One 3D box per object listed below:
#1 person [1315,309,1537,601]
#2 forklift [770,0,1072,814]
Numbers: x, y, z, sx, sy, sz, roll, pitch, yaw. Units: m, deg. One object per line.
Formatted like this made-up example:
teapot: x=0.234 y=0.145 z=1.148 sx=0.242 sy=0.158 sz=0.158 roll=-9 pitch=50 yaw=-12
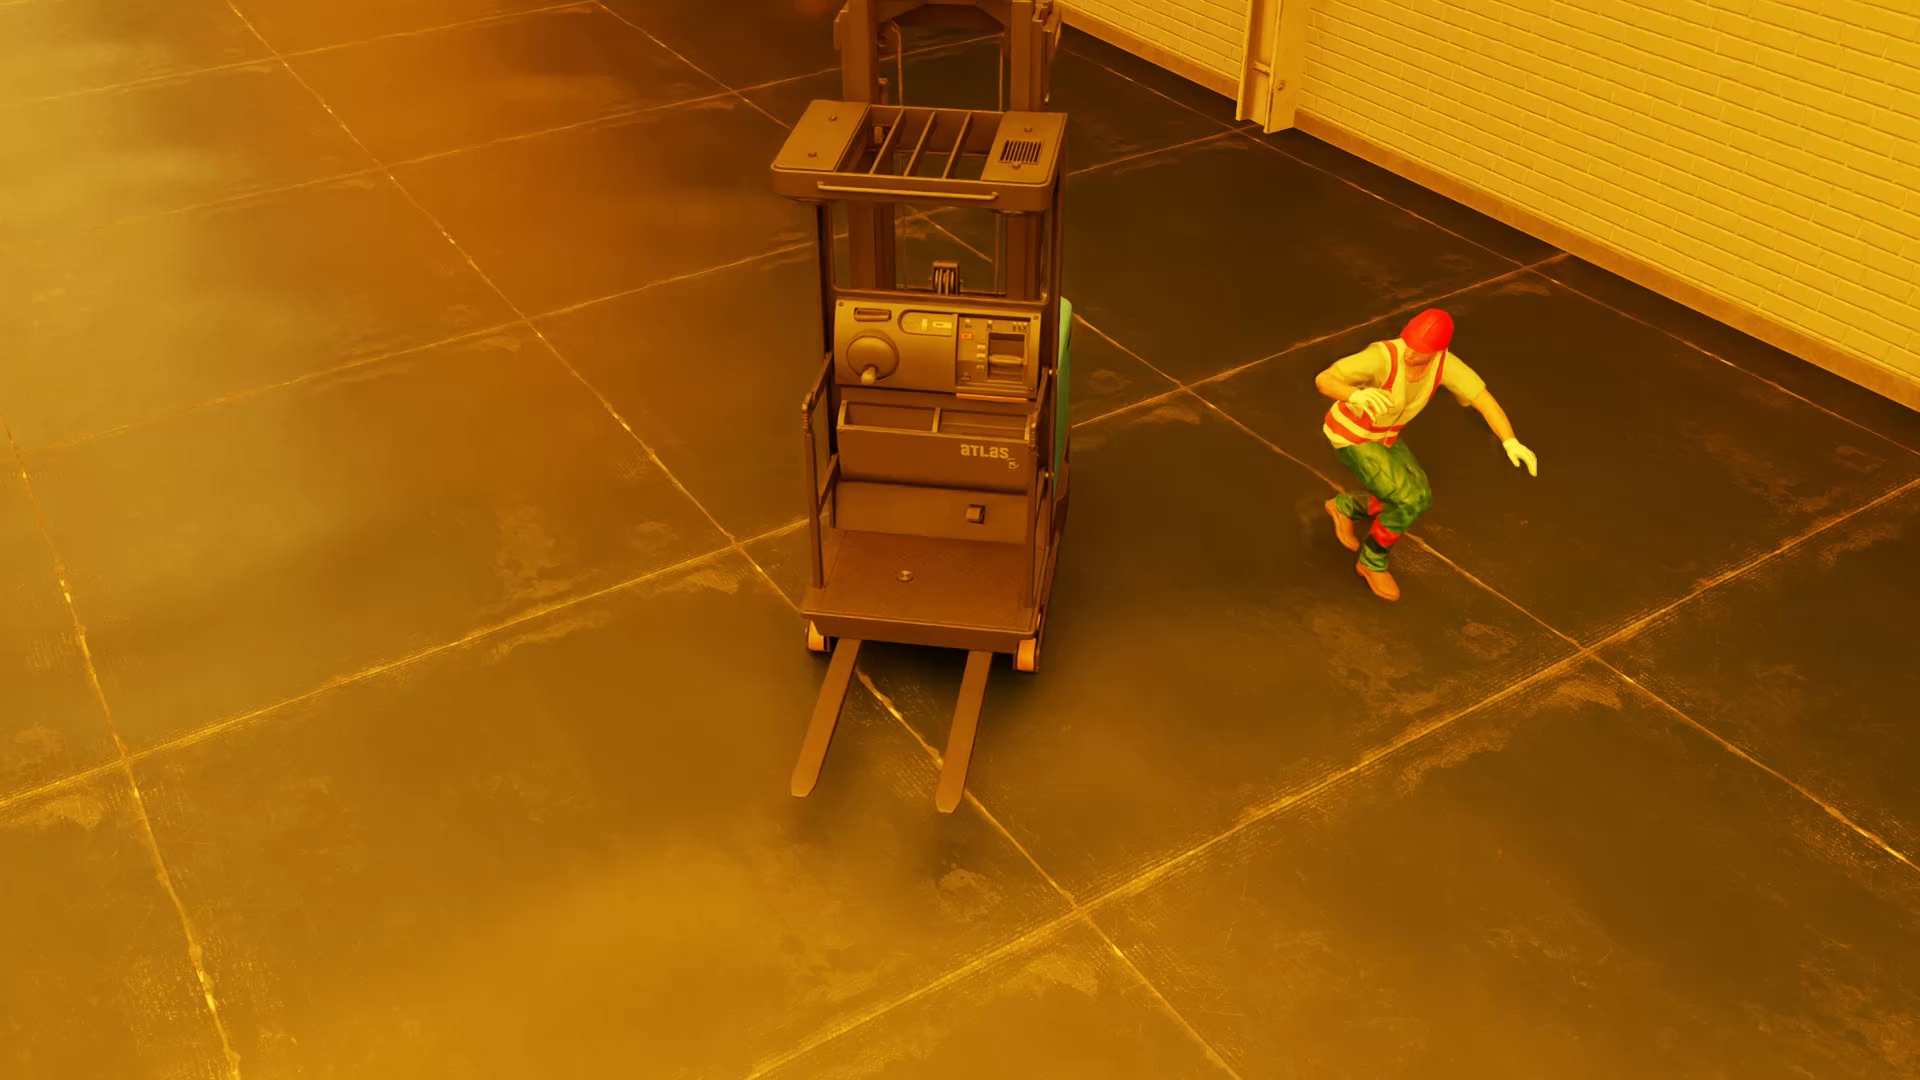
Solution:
person: x=2.166 y=-0.389 z=7.961 sx=0.788 sy=1.483 sz=1.021 roll=-24 pitch=42 yaw=-30
forklift: x=-0.133 y=-0.801 z=7.287 sx=1.130 sy=2.935 sz=3.031 roll=5 pitch=35 yaw=7
